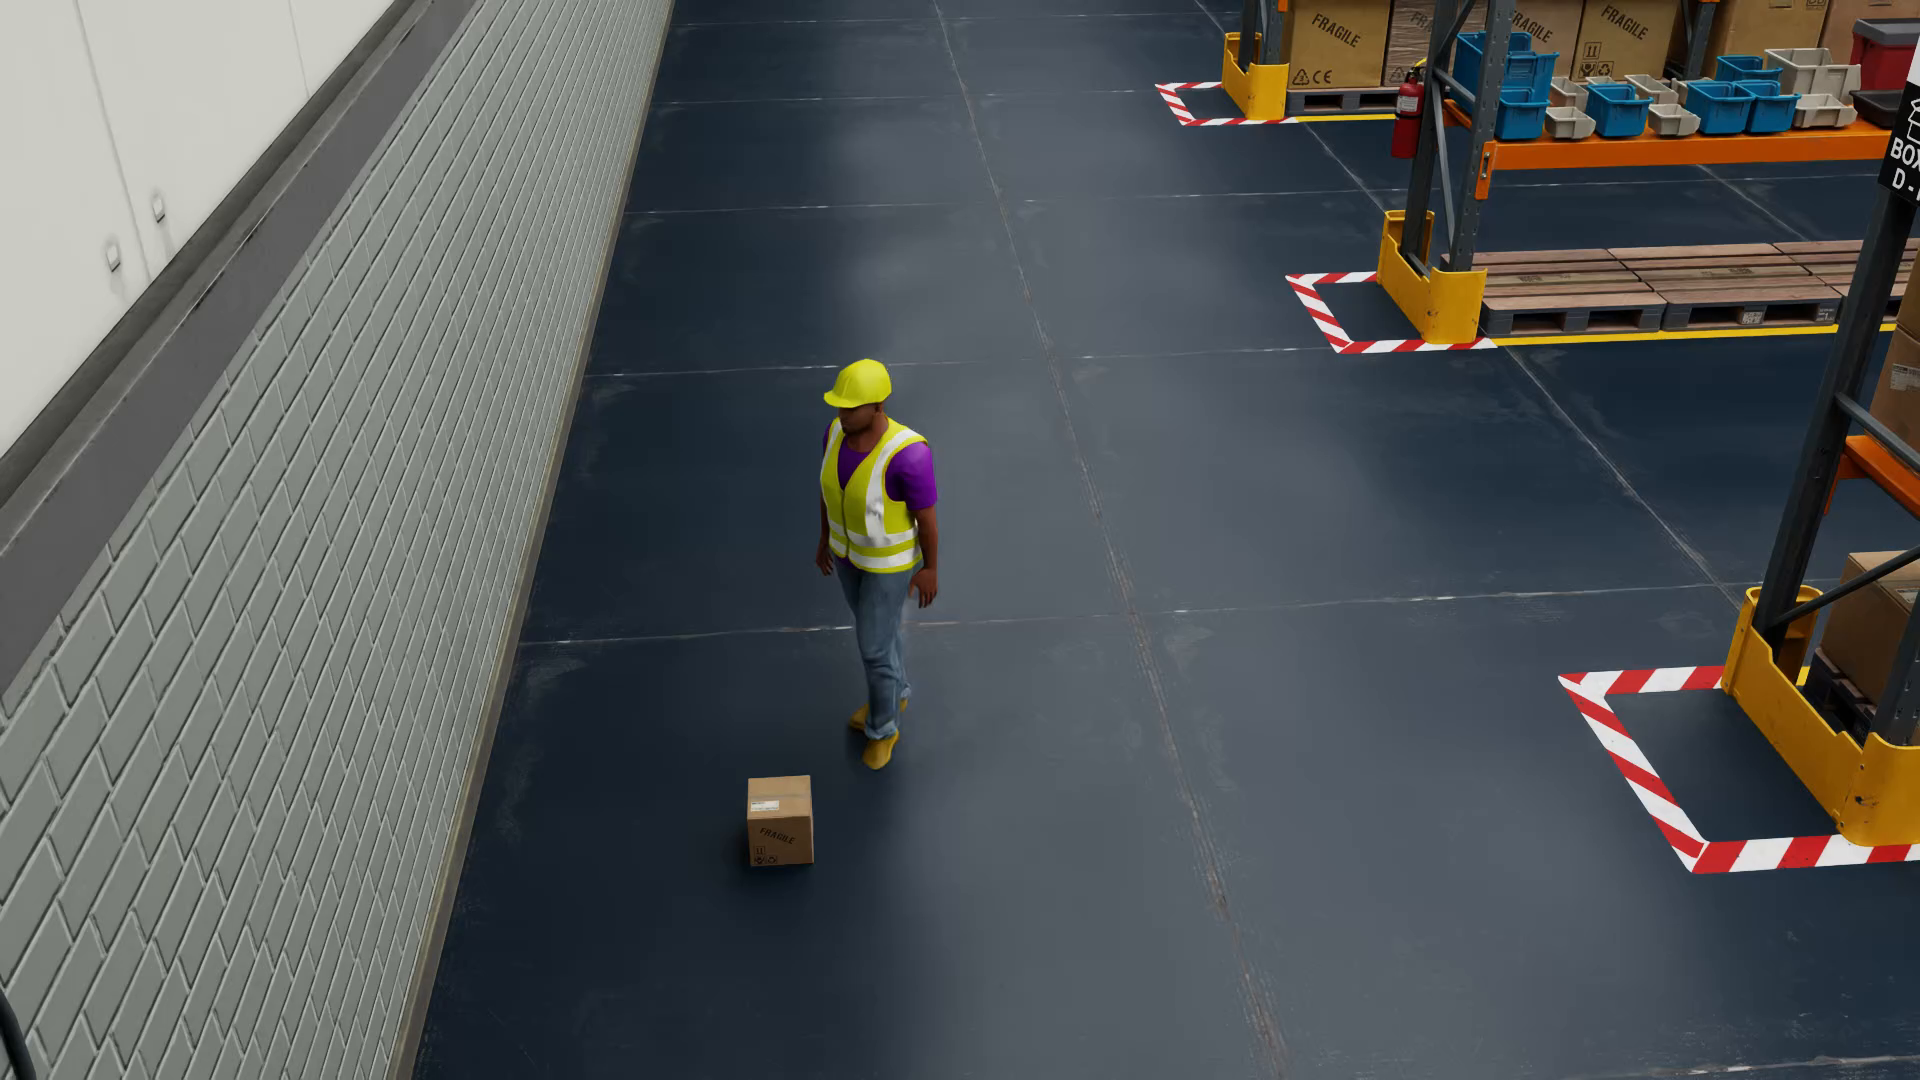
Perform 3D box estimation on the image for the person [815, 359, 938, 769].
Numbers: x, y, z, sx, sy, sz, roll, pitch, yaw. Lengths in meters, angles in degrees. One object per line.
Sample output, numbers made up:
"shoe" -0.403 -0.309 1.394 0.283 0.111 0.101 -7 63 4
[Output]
"person" -0.391 0.107 6.949 0.481 1.848 0.585 -27 40 -37
